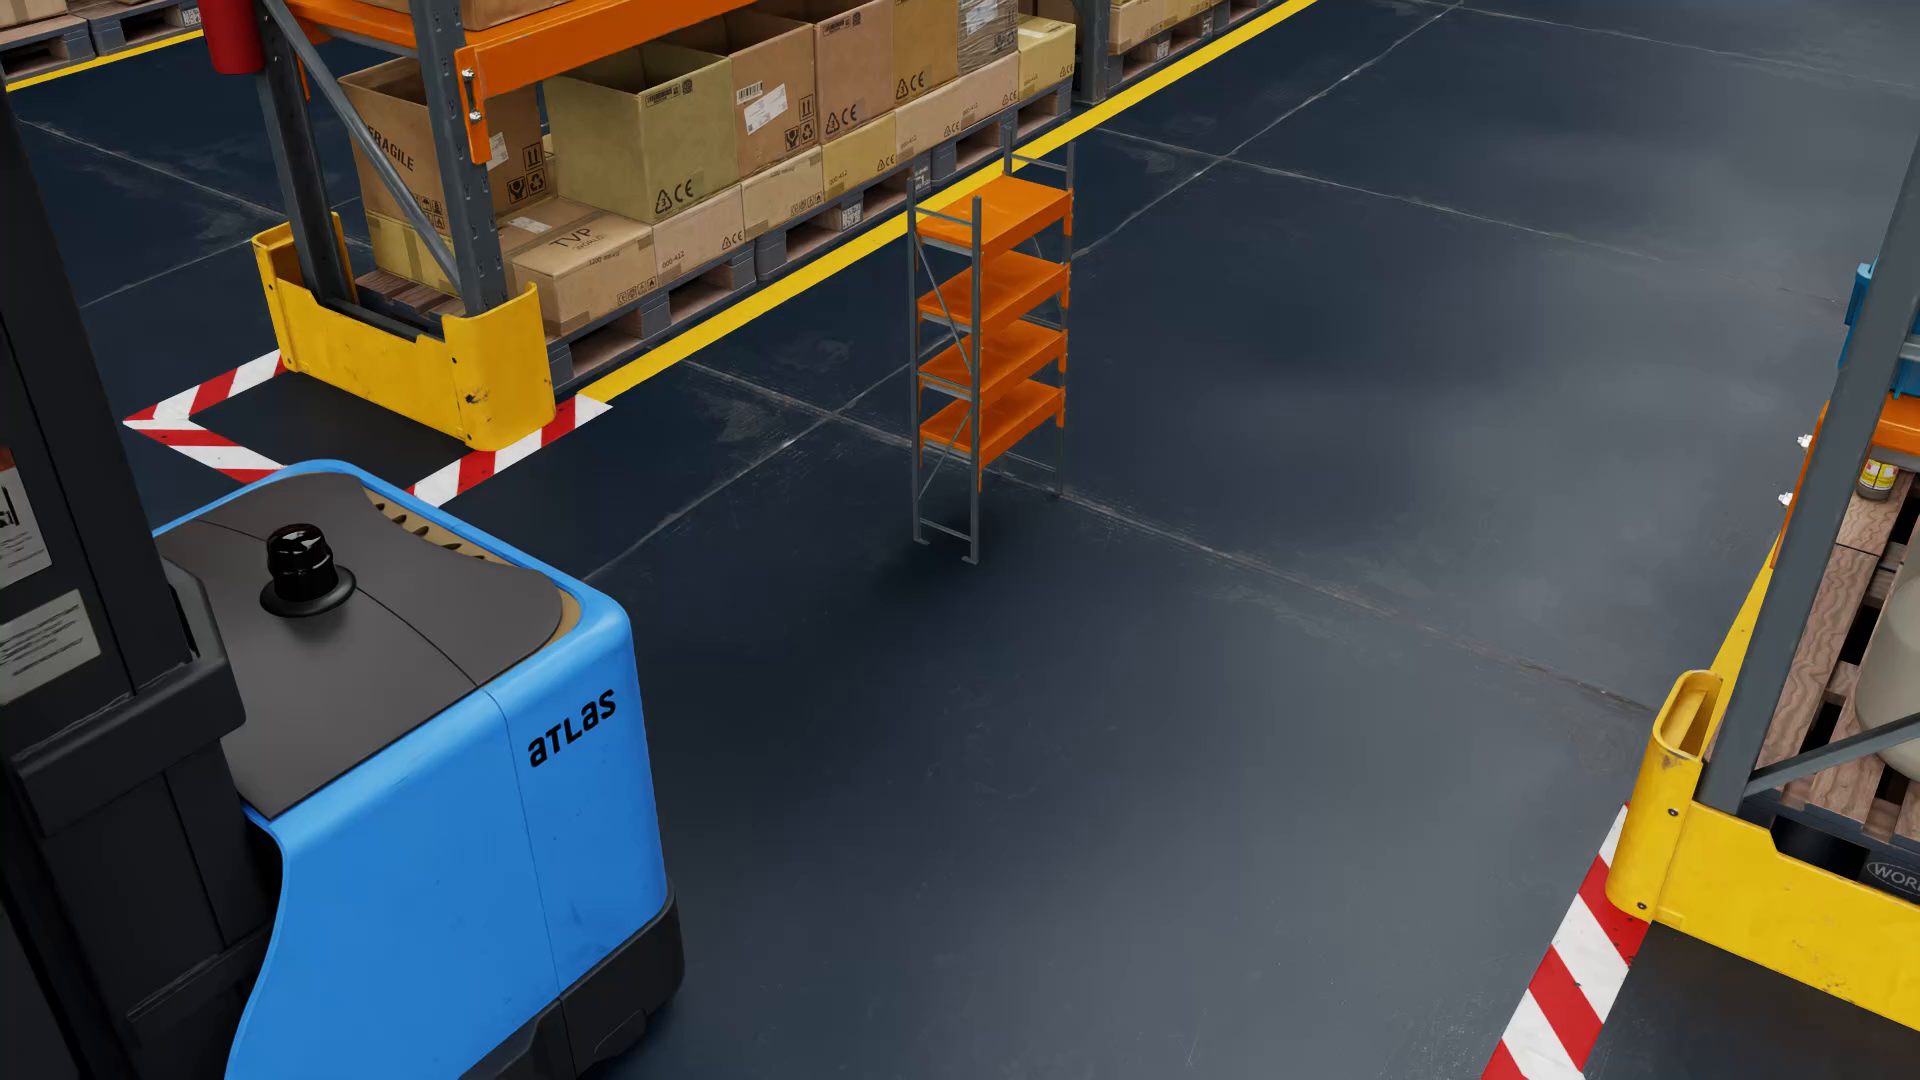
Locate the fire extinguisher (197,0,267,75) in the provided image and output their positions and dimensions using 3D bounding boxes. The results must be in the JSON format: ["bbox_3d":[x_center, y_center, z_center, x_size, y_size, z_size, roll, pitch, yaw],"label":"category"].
[{"bbox_3d":[-2.419,-1.869,5.405,0.296,0.674,0.183,21,39,28],"label":"fire extinguisher"}]

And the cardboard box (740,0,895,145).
[{"bbox_3d":[-0.624,-2.018,6.967,0.500,0.500,0.500,21,39,28],"label":"cardboard box"}]

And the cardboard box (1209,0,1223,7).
[{"bbox_3d":[1.330,-3.263,9.478,0.500,0.250,0.500,20,39,27],"label":"cardboard box"}]

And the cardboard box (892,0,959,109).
[{"bbox_3d":[-0.350,-2.253,7.314,0.500,0.500,0.500,21,39,28],"label":"cardboard box"}]

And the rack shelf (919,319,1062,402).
[{"bbox_3d":[0.094,-0.550,5.042,0.221,0.050,0.457,21,39,28],"label":"rack shelf"}]

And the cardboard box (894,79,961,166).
[{"bbox_3d":[-0.340,-1.938,7.518,0.500,0.250,0.500,21,39,28],"label":"cardboard box"}]

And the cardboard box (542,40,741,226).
[{"bbox_3d":[-1.197,-1.559,6.288,0.500,0.500,0.500,21,39,28],"label":"cardboard box"}]

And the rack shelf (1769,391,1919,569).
[{"bbox_3d":[3.238,-0.846,4.465,1.077,0.370,4.000,21,39,28],"label":"rack shelf"}]

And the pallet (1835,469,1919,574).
[{"bbox_3d":[3.266,-0.049,5.135,1.003,0.211,1.213,21,39,28],"label":"pallet"}]

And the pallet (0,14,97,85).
[{"bbox_3d":[-5.506,-2.630,8.951,1.003,0.211,1.213,21,39,28],"label":"pallet"}]

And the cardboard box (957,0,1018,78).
[{"bbox_3d":[-0.068,-2.484,7.656,0.500,0.500,0.500,21,39,28],"label":"cardboard box"}]

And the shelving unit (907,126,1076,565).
[{"bbox_3d":[0.094,-0.573,5.027,0.258,1.200,0.503,21,39,28],"label":"shelving unit"}]

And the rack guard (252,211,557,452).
[{"bbox_3d":[-1.983,-0.761,5.928,1.175,0.500,0.348,21,39,28],"label":"rack guard"}]

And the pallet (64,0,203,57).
[{"bbox_3d":[-4.809,-3.189,9.778,1.003,0.211,1.213,21,39,28],"label":"pallet"}]

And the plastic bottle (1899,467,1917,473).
[{"bbox_3d":[2.951,-0.370,5.158,0.152,0.276,0.135,22,40,29],"label":"plastic bottle"}]

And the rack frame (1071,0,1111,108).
[{"bbox_3d":[0.311,-3.648,7.967,1.000,3.000,0.127,21,39,28],"label":"rack frame"}]

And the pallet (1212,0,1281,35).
[{"bbox_3d":[1.394,-3.408,10.101,1.003,0.211,1.213,21,39,28],"label":"pallet"}]

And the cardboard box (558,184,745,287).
[{"bbox_3d":[-1.199,-1.249,6.499,0.500,0.250,0.500,21,39,28],"label":"cardboard box"}]

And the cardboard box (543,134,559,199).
[{"bbox_3d":[-1.631,-1.417,6.748,0.500,0.250,0.500,21,39,28],"label":"cardboard box"}]

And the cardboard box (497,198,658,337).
[{"bbox_3d":[-1.481,-1.018,6.157,0.500,0.250,0.500,21,39,28],"label":"cardboard box"}]

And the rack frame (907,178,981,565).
[{"bbox_3d":[-0.045,-0.461,4.860,0.240,1.200,0.015,21,39,28],"label":"rack frame"}]

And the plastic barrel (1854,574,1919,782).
[{"bbox_3d":[2.410,0.306,3.966,0.421,0.512,0.421,0,34,0],"label":"plastic barrel"}]

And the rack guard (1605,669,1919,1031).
[{"bbox_3d":[2.102,0.762,3.677,1.175,0.500,0.348,21,39,28],"label":"rack guard"}]

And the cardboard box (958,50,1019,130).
[{"bbox_3d":[-0.067,-2.173,7.865,0.500,0.250,0.500,21,39,28],"label":"cardboard box"}]

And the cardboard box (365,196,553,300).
[{"bbox_3d":[-1.906,-1.183,6.402,0.500,0.250,0.500,21,39,28],"label":"cardboard box"}]

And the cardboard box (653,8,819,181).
[{"bbox_3d":[-0.923,-1.793,6.635,0.500,0.500,0.500,21,39,28],"label":"cardboard box"}]

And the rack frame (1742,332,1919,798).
[{"bbox_3d":[2.100,-0.222,2.901,0.949,2.616,0.053,21,39,28],"label":"rack frame"}]

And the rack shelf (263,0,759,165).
[{"bbox_3d":[-0.829,-2.430,6.807,1.077,0.370,4.000,21,39,28],"label":"rack shelf"}]

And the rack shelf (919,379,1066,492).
[{"bbox_3d":[0.094,-0.353,5.175,0.258,0.148,0.480,21,39,28],"label":"rack shelf"}]

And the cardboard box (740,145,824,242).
[{"bbox_3d":[-0.913,-1.479,6.839,0.500,0.250,0.500,21,39,28],"label":"cardboard box"}]

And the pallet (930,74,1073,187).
[{"bbox_3d":[-0.177,-2.140,8.226,1.003,0.211,1.213,21,39,28],"label":"pallet"}]

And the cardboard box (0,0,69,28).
[{"bbox_3d":[-5.248,-3.008,9.028,0.500,0.311,0.500,25,41,32],"label":"cardboard box"}]

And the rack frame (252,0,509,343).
[{"bbox_3d":[-1.969,-1.807,5.245,1.000,3.000,0.127,21,39,28],"label":"rack frame"}]

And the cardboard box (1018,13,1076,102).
[{"bbox_3d":[0.226,-2.400,8.200,0.500,0.250,0.500,21,39,28],"label":"cardboard box"}]

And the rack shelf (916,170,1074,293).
[{"bbox_3d":[0.094,-0.899,4.806,0.258,0.148,0.480,21,39,28],"label":"rack shelf"}]

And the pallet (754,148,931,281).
[{"bbox_3d":[-0.872,-1.577,7.393,1.003,0.211,1.213,21,39,28],"label":"pallet"}]

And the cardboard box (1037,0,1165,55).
[{"bbox_3d":[0.745,-2.789,8.777,0.500,0.250,0.500,20,39,27],"label":"cardboard box"}]

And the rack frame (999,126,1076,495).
[{"bbox_3d":[0.234,-0.685,5.193,0.240,1.200,0.015,21,39,28],"label":"rack frame"}]

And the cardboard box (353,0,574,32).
[{"bbox_3d":[-1.693,-2.059,5.528,0.700,0.500,0.500,21,39,28],"label":"cardboard box"}]

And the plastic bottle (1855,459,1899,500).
[{"bbox_3d":[2.785,-0.232,5.020,0.097,0.201,0.097,0,34,0],"label":"plastic bottle"}]

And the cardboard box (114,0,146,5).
[{"bbox_3d":[-4.788,-3.408,9.451,0.700,0.500,0.500,19,38,25],"label":"cardboard box"}]

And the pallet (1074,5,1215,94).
[{"bbox_3d":[0.699,-2.844,9.268,1.003,0.211,1.213,21,39,28],"label":"pallet"}]

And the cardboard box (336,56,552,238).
[{"bbox_3d":[-1.908,-1.495,6.193,0.500,0.500,0.500,21,39,28],"label":"cardboard box"}]

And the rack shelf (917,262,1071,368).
[{"bbox_3d":[0.094,-0.703,4.939,0.258,0.148,0.480,21,39,28],"label":"rack shelf"}]

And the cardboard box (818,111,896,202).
[{"bbox_3d":[-0.624,-1.708,7.177,0.500,0.250,0.500,21,39,28],"label":"cardboard box"}]

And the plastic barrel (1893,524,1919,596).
[{"bbox_3d":[2.696,0.075,4.307,0.421,0.512,0.421,0,34,0],"label":"plastic barrel"}]

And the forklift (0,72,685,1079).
[{"bbox_3d":[0.847,-1.125,3.612,3.137,3.703,9.490,23,40,30],"label":"forklift"}]
